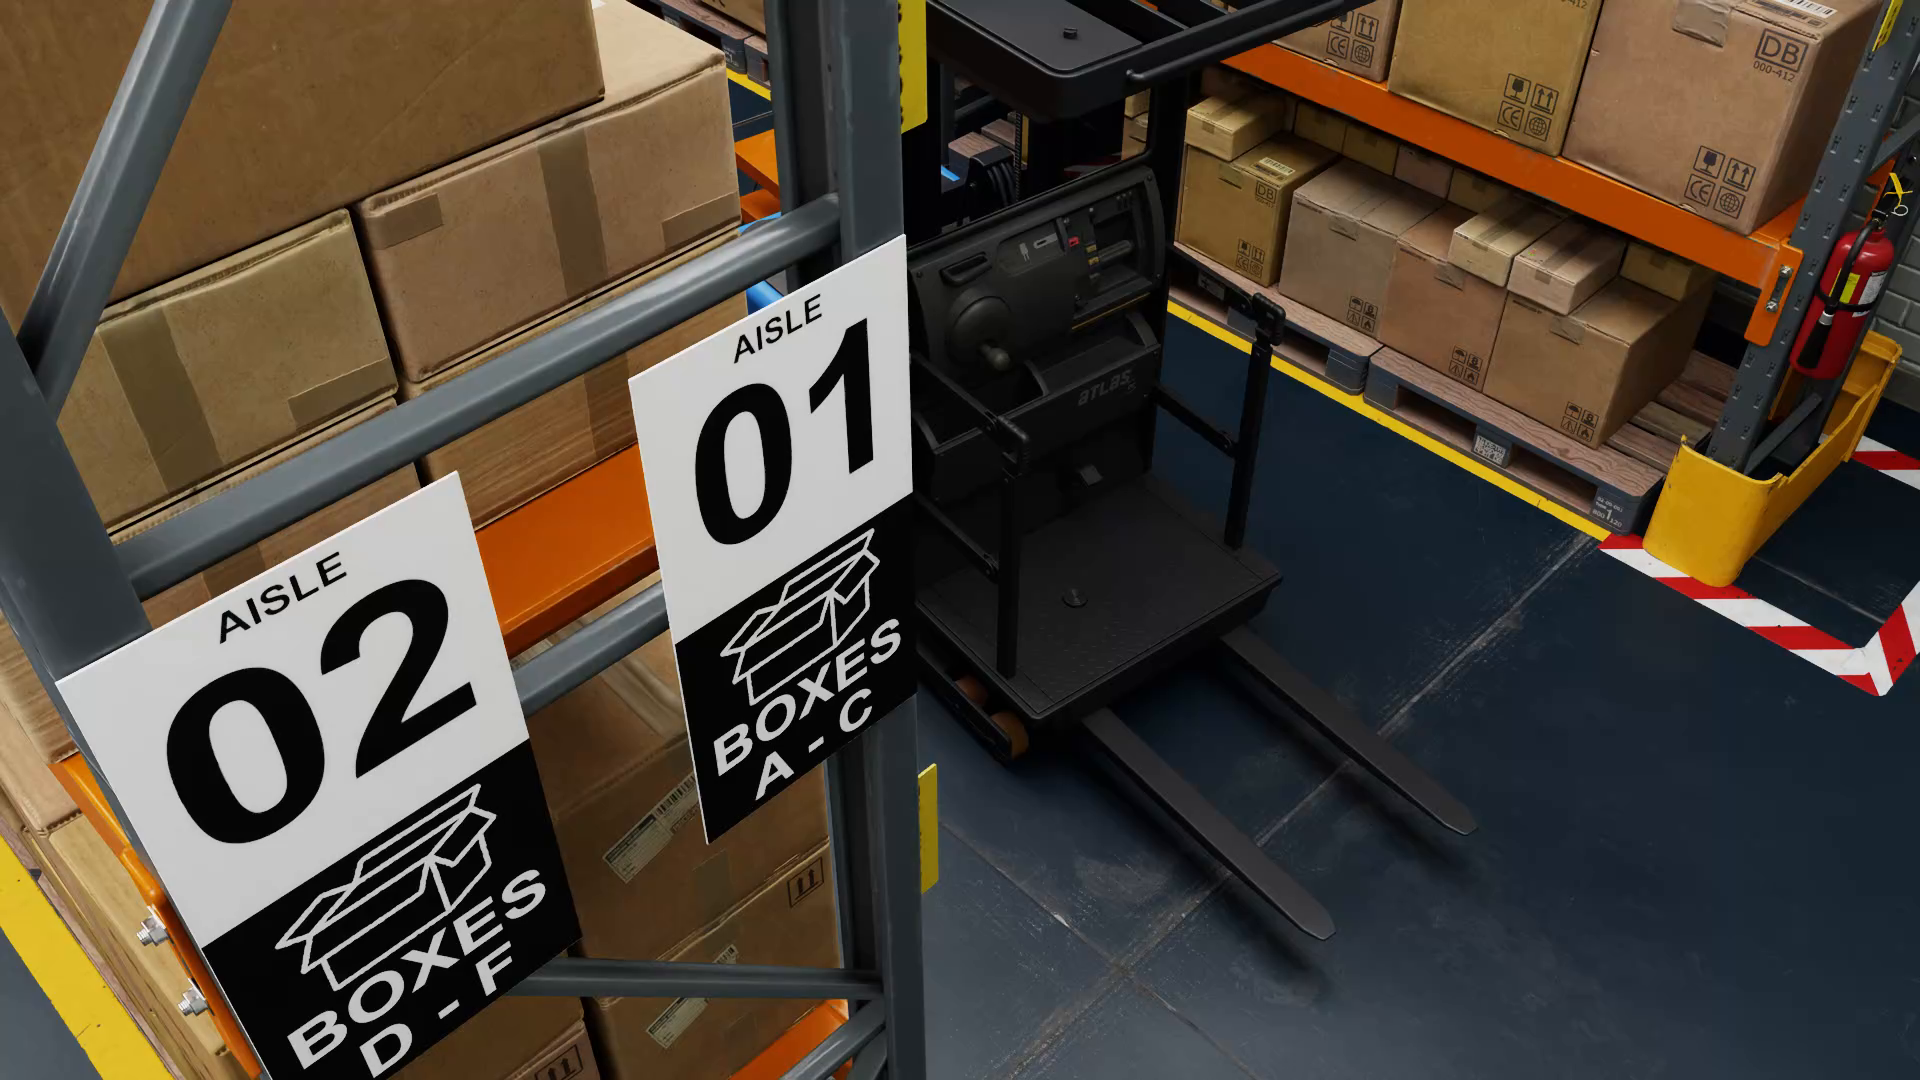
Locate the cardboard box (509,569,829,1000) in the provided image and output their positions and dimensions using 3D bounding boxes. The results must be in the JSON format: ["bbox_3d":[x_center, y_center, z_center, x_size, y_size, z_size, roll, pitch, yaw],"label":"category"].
[{"bbox_3d":[-0.586,0.349,2.852,0.500,0.500,0.500,-32,52,-30],"label":"cardboard box"}]

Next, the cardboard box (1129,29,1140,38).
[{"bbox_3d":[0.714,-2.436,7.731,0.250,0.149,0.380,34,52,31],"label":"cardboard box"}]

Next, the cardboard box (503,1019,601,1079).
[{"bbox_3d":[-0.969,0.971,2.915,0.500,0.500,0.500,-32,52,-30],"label":"cardboard box"}]

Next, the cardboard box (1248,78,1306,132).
[{"bbox_3d":[1.452,-1.936,7.189,0.380,0.149,0.250,-34,52,-31],"label":"cardboard box"}]

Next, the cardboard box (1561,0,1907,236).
[{"bbox_3d":[2.678,-1.634,5.587,0.980,0.700,0.700,-32,51,-30],"label":"cardboard box"}]

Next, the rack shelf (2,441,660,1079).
[{"bbox_3d":[-1.872,-0.706,3.124,1.077,0.370,4.000,-34,53,-31],"label":"rack shelf"}]

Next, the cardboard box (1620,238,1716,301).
[{"bbox_3d":[2.710,-1.082,6.265,0.380,0.149,0.250,-34,52,-31],"label":"cardboard box"}]

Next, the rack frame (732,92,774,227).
[{"bbox_3d":[-0.799,-1.220,6.686,0.240,1.200,0.015,-27,49,-26],"label":"rack frame"}]

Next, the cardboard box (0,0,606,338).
[{"bbox_3d":[-0.834,-0.652,1.725,0.700,0.500,0.500,-34,53,-31],"label":"cardboard box"}]

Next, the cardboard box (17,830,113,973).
[{"bbox_3d":[-1.686,0.481,3.446,0.500,0.500,0.500,-34,52,-31],"label":"cardboard box"}]

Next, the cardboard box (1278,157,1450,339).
[{"bbox_3d":[1.771,-1.290,6.968,0.500,0.500,0.700,32,52,30],"label":"cardboard box"}]

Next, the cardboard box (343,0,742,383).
[{"bbox_3d":[-0.638,-0.509,2.123,0.500,0.250,0.500,-34,53,-31],"label":"cardboard box"}]

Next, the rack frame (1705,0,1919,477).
[{"bbox_3d":[3.045,-1.284,5.429,1.000,3.000,0.127,-34,53,-31],"label":"rack frame"}]

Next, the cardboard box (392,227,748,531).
[{"bbox_3d":[-0.642,-0.323,2.290,0.500,0.250,0.500,-34,53,-31],"label":"cardboard box"}]

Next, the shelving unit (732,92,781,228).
[{"bbox_3d":[-0.651,-1.088,6.543,0.258,1.200,0.503,-27,49,-26],"label":"shelving unit"}]

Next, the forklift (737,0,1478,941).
[{"bbox_3d":[0.379,-0.736,4.887,1.130,2.935,3.031,-27,49,-26],"label":"forklift"}]

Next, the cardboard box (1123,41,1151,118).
[{"bbox_3d":[0.788,-2.020,7.280,0.380,0.149,0.250,-32,52,-30],"label":"cardboard box"}]

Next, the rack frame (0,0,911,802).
[{"bbox_3d":[-0.460,-1.111,0.822,1.000,3.000,0.127,-34,53,-31],"label":"rack frame"}]

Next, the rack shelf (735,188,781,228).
[{"bbox_3d":[-0.651,-1.203,6.437,0.258,0.148,0.480,-27,49,-26],"label":"rack shelf"}]

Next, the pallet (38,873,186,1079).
[{"bbox_3d":[-1.934,1.111,4.892,1.003,0.211,1.213,-34,53,-31],"label":"pallet"}]

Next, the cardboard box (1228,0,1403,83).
[{"bbox_3d":[1.624,-2.349,6.361,0.700,0.700,0.980,32,51,30],"label":"cardboard box"}]

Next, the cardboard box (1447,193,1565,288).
[{"bbox_3d":[2.079,-1.143,6.332,0.380,0.149,0.250,-33,52,-30],"label":"cardboard box"}]

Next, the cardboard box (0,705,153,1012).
[{"bbox_3d":[-1.326,0.364,2.836,0.500,0.500,0.500,-33,52,-30],"label":"cardboard box"}]

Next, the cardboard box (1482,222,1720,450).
[{"bbox_3d":[2.480,-0.808,6.447,0.700,0.500,0.500,-34,53,-31],"label":"cardboard box"}]

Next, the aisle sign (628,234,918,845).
[{"bbox_3d":[-0.204,0.030,2.092,0.394,0.787,0.004,-34,53,-31],"label":"aisle sign"}]

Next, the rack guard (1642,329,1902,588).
[{"bbox_3d":[3.062,-0.354,6.265,1.175,0.500,0.348,-34,53,-31],"label":"rack guard"}]

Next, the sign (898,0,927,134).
[{"bbox_3d":[-0.076,-0.591,1.825,0.100,0.325,0.005,-34,53,-31],"label":"sign"}]

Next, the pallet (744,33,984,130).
[{"bbox_3d":[-0.378,-2.516,8.817,1.003,0.211,1.213,-34,53,-31],"label":"pallet"}]

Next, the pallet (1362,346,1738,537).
[{"bbox_3d":[2.425,-0.606,6.751,1.003,0.211,1.213,-34,53,-31],"label":"pallet"}]

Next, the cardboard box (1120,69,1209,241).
[{"bbox_3d":[1.028,-1.790,7.510,0.500,0.500,0.700,34,52,31],"label":"cardboard box"}]

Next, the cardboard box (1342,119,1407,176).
[{"bbox_3d":[1.813,-1.691,6.924,0.380,0.149,0.250,-34,52,-31],"label":"cardboard box"}]

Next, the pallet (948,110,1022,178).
[{"bbox_3d":[0.702,-1.779,8.019,1.003,0.211,1.213,-34,53,-31],"label":"pallet"}]

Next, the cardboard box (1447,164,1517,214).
[{"bbox_3d":[2.175,-1.446,6.659,0.380,0.149,0.250,-34,52,-31],"label":"cardboard box"}]
